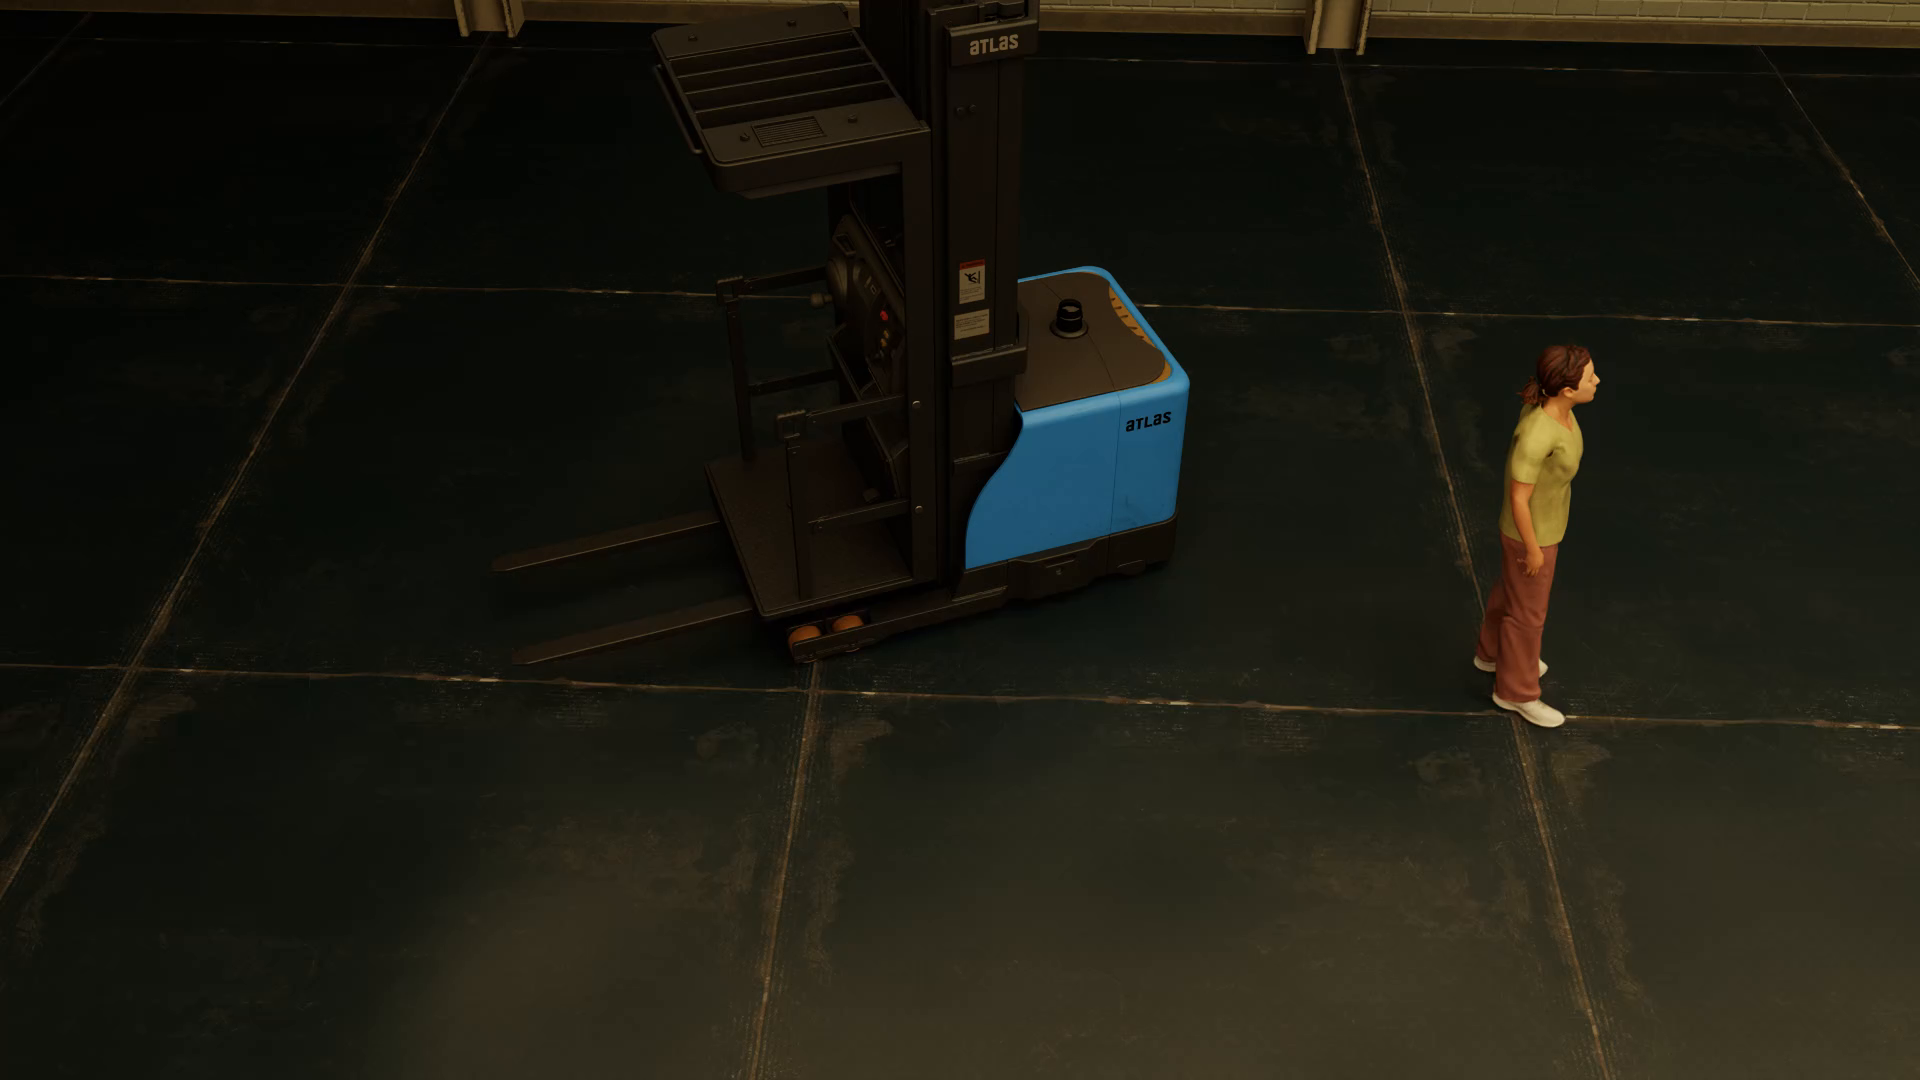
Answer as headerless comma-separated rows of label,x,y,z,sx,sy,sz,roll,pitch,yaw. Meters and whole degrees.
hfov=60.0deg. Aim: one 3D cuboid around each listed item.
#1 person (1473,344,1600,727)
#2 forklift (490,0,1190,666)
person,2.385,-0.044,6.711,0.549,1.674,0.553,15,45,16
forklift,-0.573,-0.945,6.778,3.031,2.935,1.130,-13,44,-14
